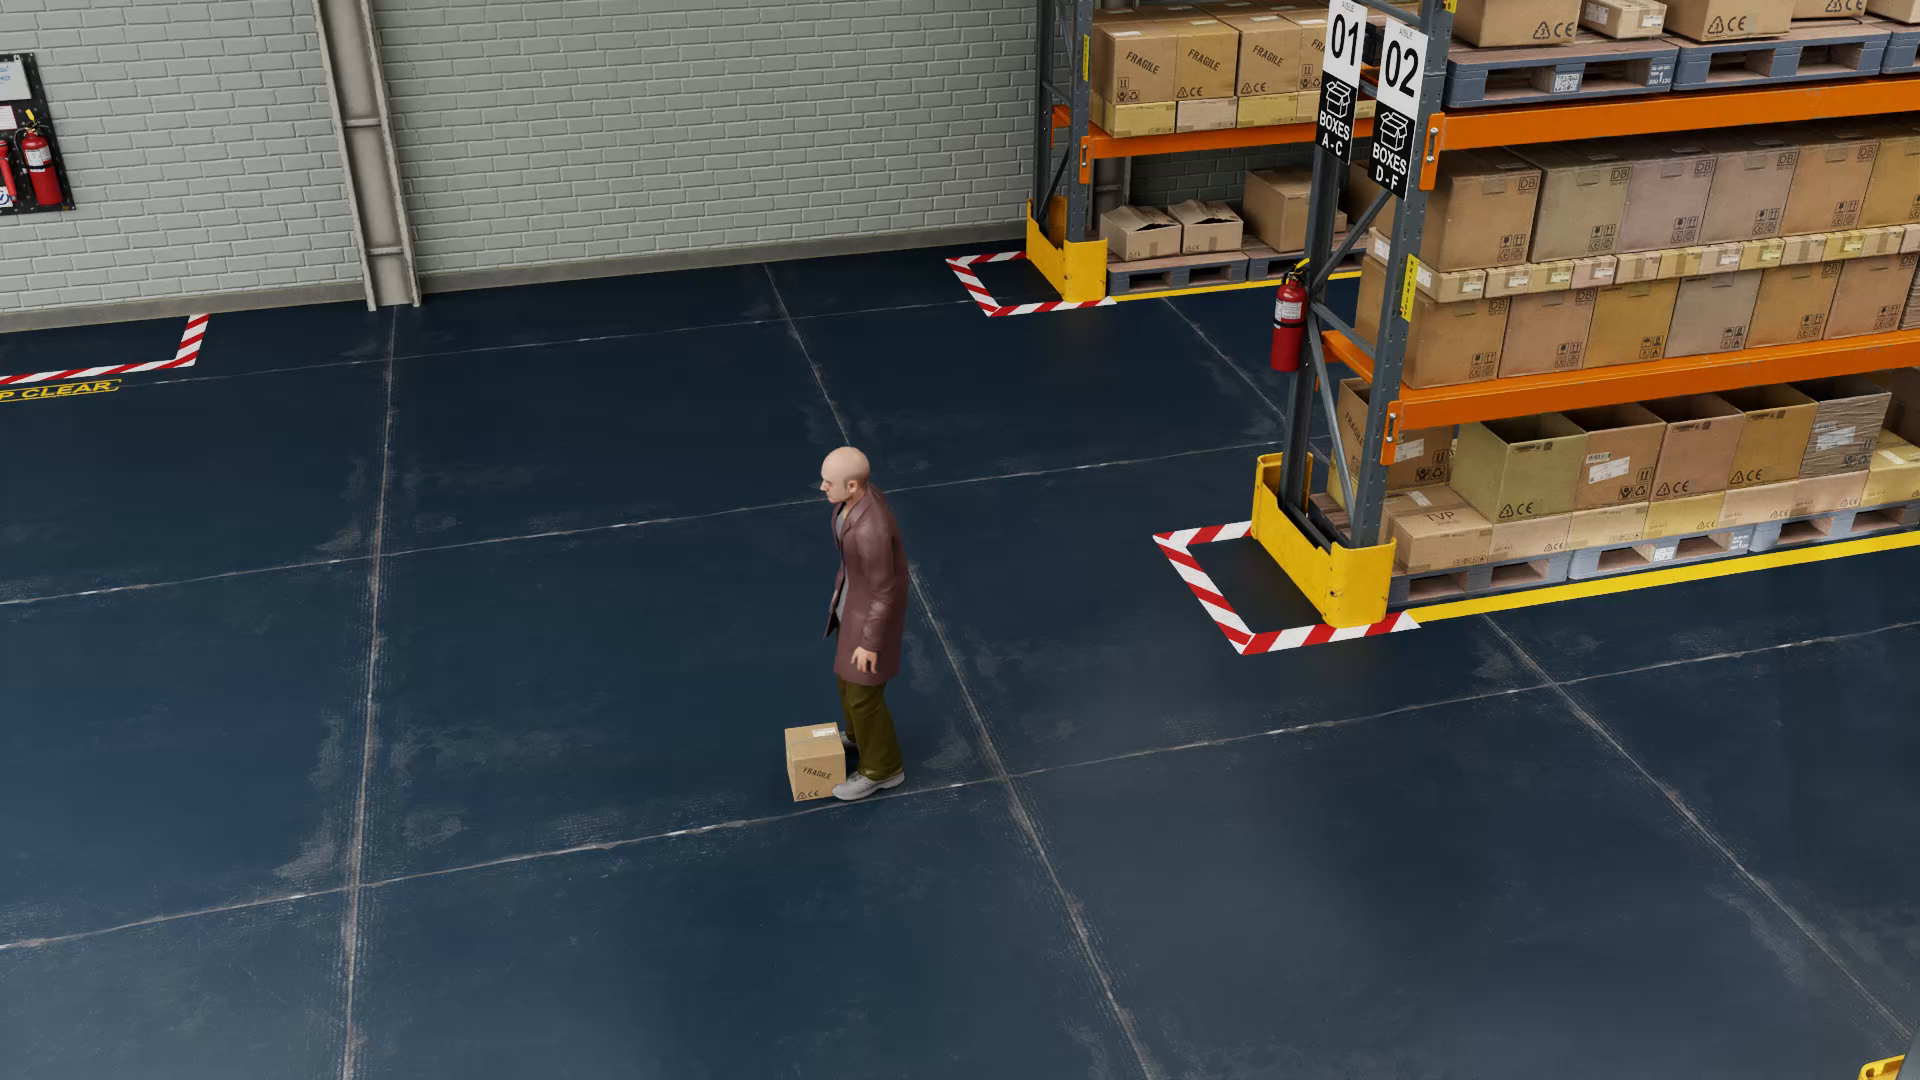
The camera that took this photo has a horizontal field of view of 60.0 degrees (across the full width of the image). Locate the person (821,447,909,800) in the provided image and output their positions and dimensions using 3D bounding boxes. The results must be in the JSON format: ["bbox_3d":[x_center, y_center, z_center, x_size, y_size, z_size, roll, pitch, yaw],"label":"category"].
[{"bbox_3d":[-0.454,0.359,7.636,0.428,1.773,0.643,-8,31,-13],"label":"person"}]
